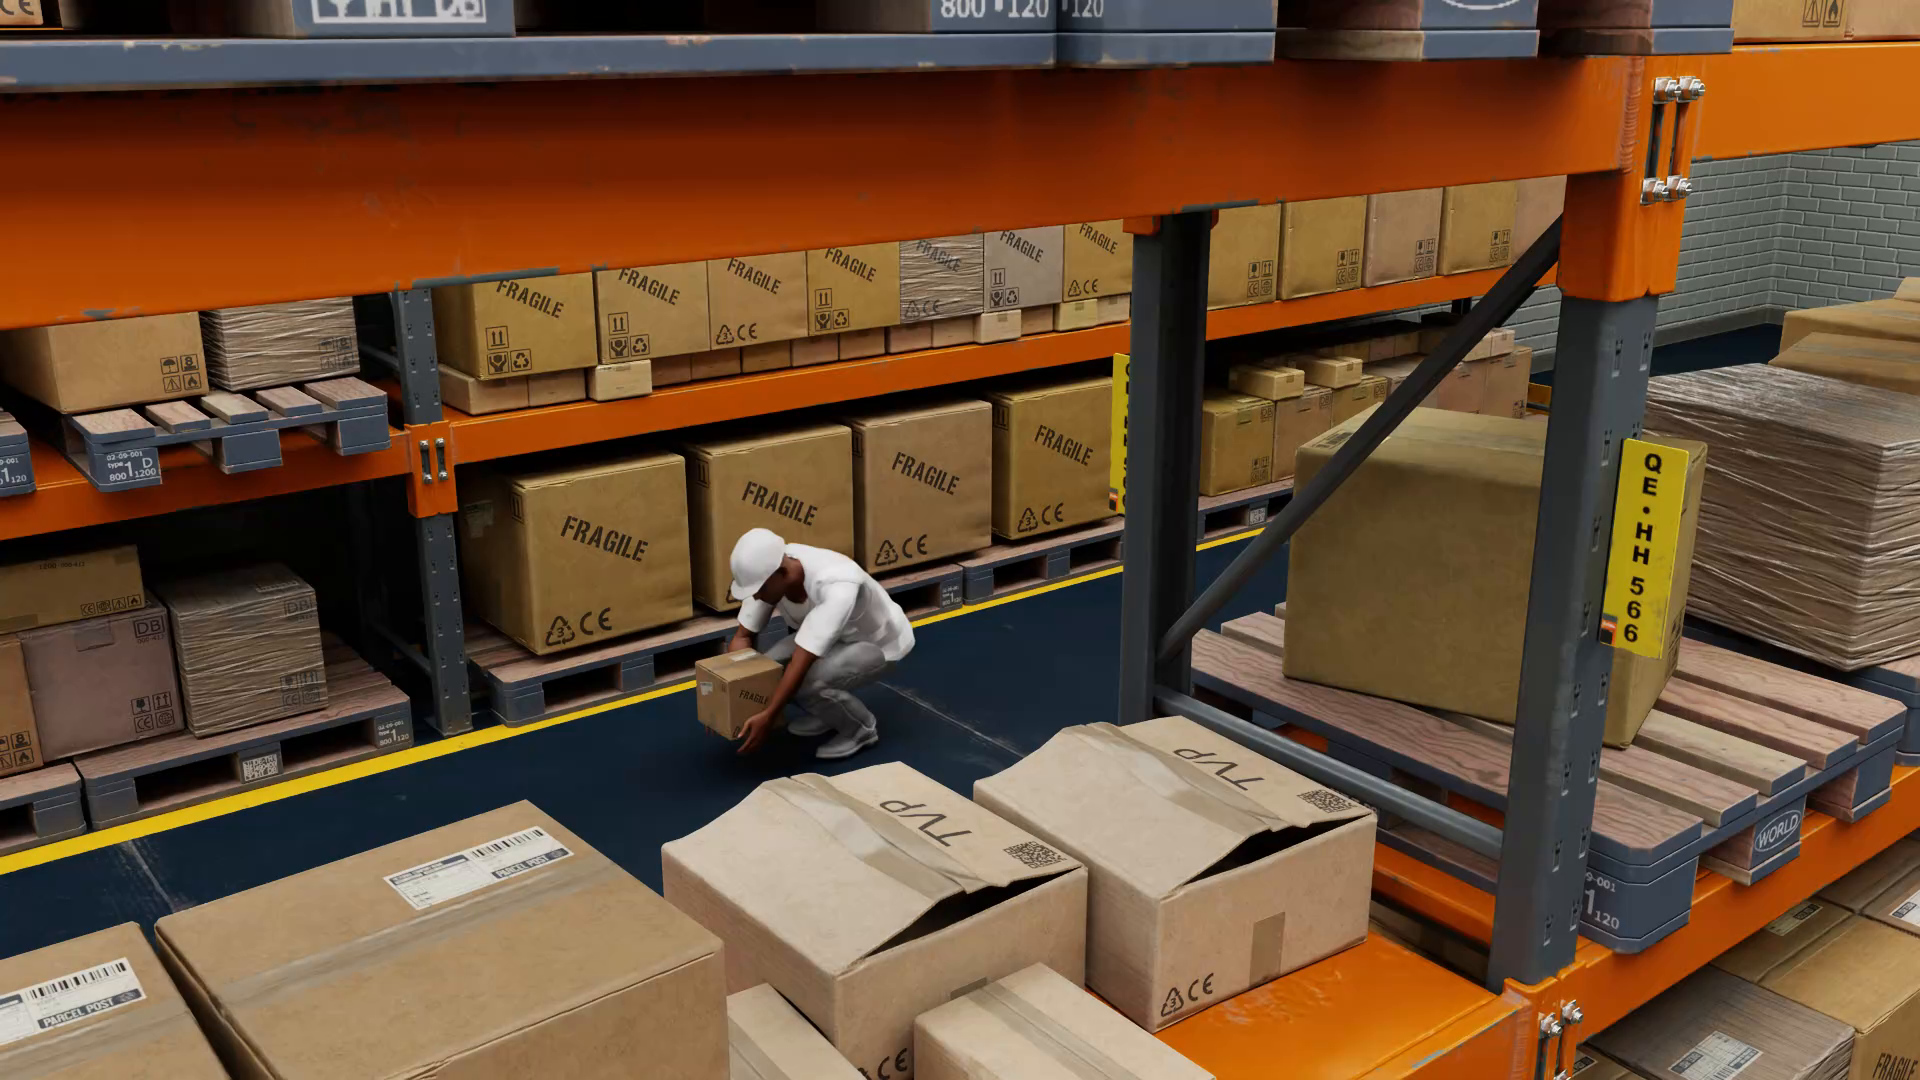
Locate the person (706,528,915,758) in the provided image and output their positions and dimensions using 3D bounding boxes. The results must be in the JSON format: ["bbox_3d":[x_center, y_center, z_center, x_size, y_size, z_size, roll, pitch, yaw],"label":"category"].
[{"bbox_3d":[-0.587,0.378,6.606,0.875,0.998,0.581,-13,22,-36],"label":"person"}]
